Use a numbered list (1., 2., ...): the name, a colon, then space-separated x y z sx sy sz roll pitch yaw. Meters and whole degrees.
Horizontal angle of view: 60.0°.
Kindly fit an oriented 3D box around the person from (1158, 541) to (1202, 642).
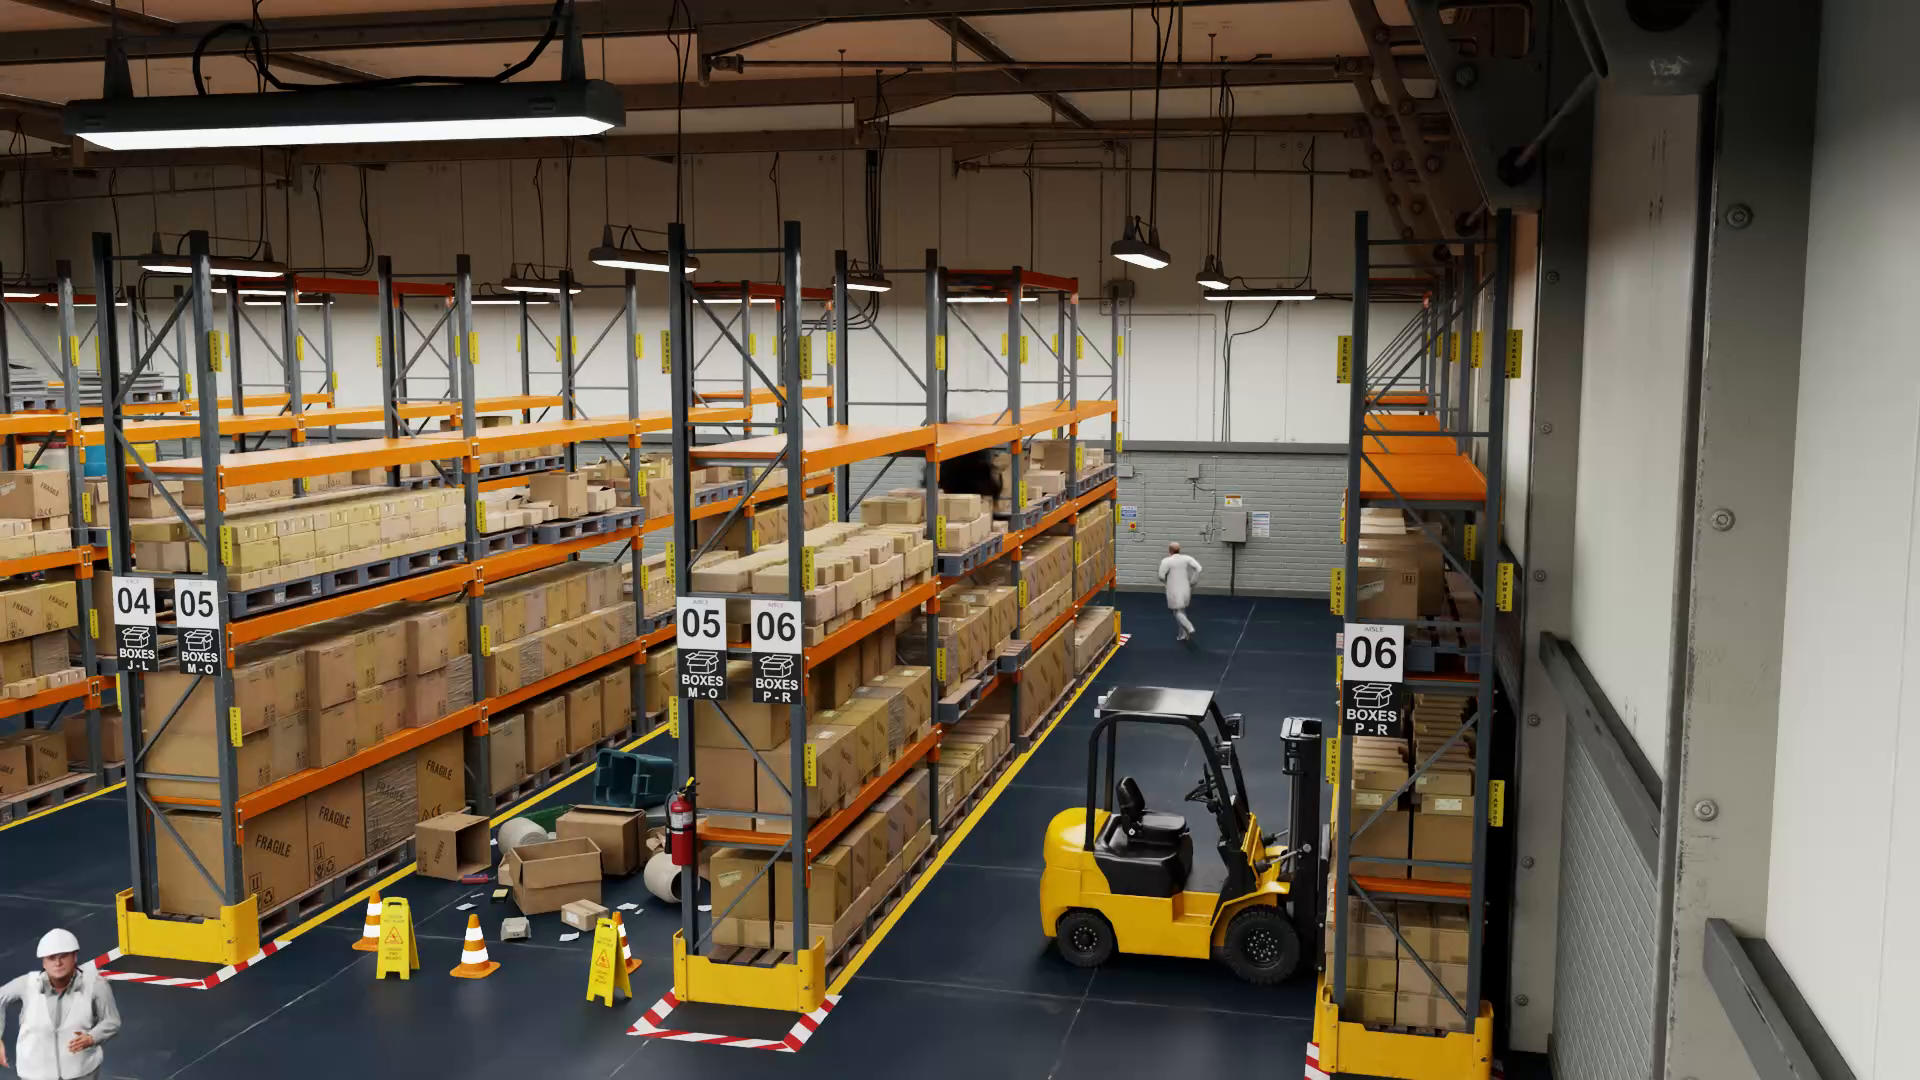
1. person: 3.680 0.904 27.983 0.733 1.771 0.953 -2 7 -17

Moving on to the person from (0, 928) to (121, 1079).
1. person: -5.290 3.109 9.744 0.685 1.723 0.766 -4 8 -29
